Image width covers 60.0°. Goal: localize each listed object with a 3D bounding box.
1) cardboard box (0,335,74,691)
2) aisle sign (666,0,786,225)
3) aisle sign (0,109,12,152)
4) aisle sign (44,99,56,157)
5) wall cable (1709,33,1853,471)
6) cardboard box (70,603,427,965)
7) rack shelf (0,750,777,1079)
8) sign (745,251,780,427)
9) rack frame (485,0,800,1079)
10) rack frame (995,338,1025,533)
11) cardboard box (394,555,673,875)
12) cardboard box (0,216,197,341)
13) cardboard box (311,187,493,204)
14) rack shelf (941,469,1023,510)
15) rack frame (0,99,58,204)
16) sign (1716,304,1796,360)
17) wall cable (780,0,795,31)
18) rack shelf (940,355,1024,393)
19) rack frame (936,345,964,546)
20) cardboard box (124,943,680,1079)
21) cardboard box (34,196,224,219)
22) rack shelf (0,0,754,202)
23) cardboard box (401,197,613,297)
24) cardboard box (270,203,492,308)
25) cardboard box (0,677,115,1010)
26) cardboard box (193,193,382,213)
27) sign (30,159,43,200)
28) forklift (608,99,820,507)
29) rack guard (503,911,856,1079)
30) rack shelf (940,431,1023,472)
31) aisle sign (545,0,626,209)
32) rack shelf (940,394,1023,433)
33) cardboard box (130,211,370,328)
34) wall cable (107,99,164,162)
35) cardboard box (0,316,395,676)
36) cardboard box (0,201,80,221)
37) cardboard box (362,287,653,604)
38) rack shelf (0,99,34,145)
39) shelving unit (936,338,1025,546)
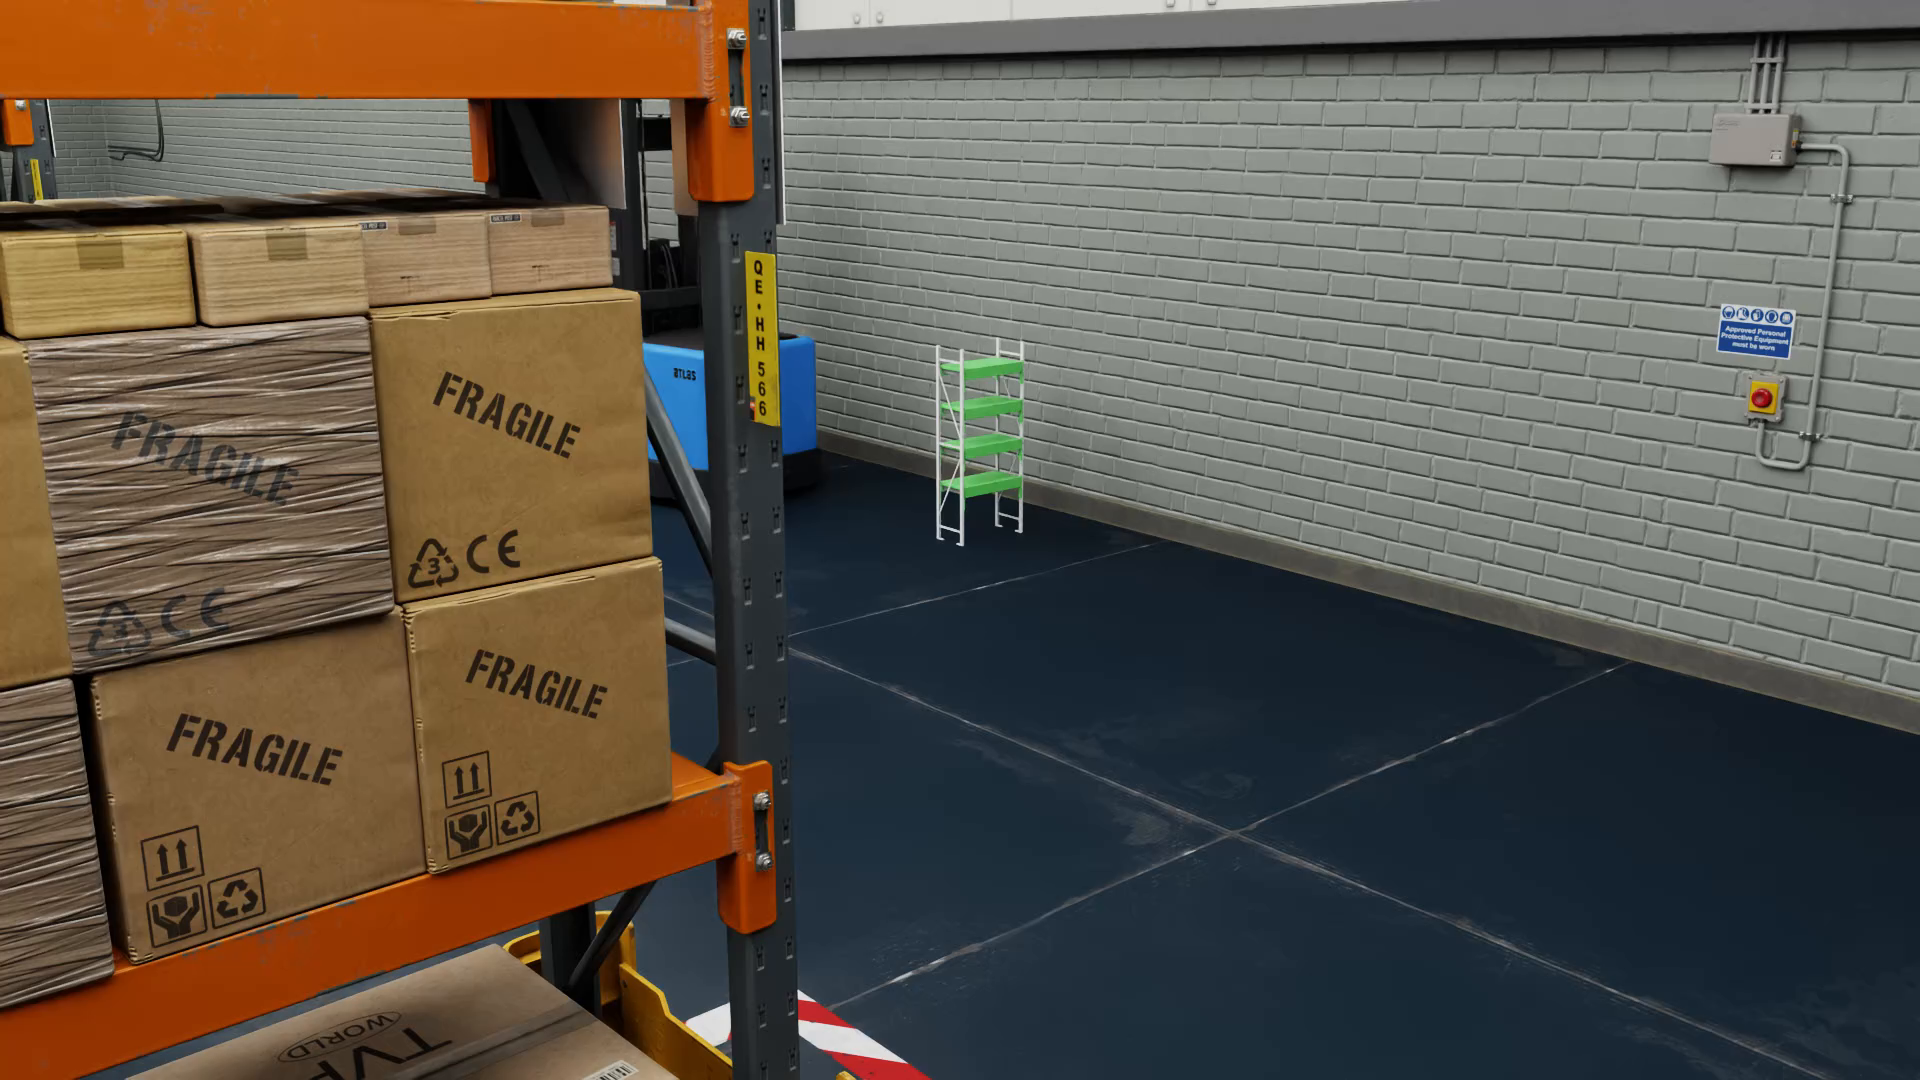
[{"bbox_3d":[-1.681,-0.042,2.463,0.500,0.500,0.500,-13,20,-40],"label":"cardboard box"},{"bbox_3d":[-0.465,-1.024,3.233,0.004,0.787,0.394,-13,19,-39],"label":"aisle sign"},{"bbox_3d":[-4.191,-2.089,7.222,0.004,0.787,0.394,-13,19,-39],"label":"aisle sign"},{"bbox_3d":[-3.797,-1.972,6.784,0.004,0.787,0.394,-13,19,-39],"label":"aisle sign"},{"bbox_3d":[3.515,-1.282,7.206,0.123,1.953,0.585,-13,19,-39],"label":"wall cable"},{"bbox_3d":[-1.302,0.351,2.929,0.500,0.500,0.500,-13,20,-41],"label":"cardboard box"},{"bbox_3d":[-2.232,0.870,2.573,4.000,0.370,1.077,-13,19,-39],"label":"rack shelf"},{"bbox_3d":[-0.377,-0.382,3.164,0.005,0.325,0.100,-13,19,-39],"label":"sign"},{"bbox_3d":[-0.721,0.185,3.746,0.053,2.616,0.949,-13,19,-39],"label":"rack frame"},{"bbox_3d":[0.309,-0.649,10.355,0.015,1.200,0.240,-13,19,-39],"label":"rack frame"},{"bbox_3d":[-0.913,0.269,3.237,0.500,0.500,0.500,-13,19,-39],"label":"cardboard box"},{"bbox_3d":[-1.395,-0.418,2.616,0.250,0.149,0.380,-12,19,-38],"label":"cardboard box"},{"bbox_3d":[-1.173,-0.654,3.500,0.250,0.149,0.380,-12,19,-38],"label":"cardboard box"},{"bbox_3d":[0.125,-0.314,10.279,0.480,0.148,0.258,-13,19,-39],"label":"rack shelf"},{"bbox_3d":[-4.049,-0.763,7.292,0.127,3.000,1.000,-13,19,-39],"label":"rack frame"},{"bbox_3d":[3.530,-0.926,7.381,0.001,0.218,0.327,-13,19,-39],"label":"sign"},{"bbox_3d":[-0.700,-6.485,10.856,0.120,5.999,2.277,-13,19,-39],"label":"wall cable"},{"bbox_3d":[0.125,-1.010,10.093,0.480,0.148,0.258,-13,19,-39],"label":"rack shelf"},{"bbox_3d":[-0.059,-0.566,10.045,0.015,1.200,0.240,-13,19,-39],"label":"rack frame"},{"bbox_3d":[-1.155,1.350,3.534,0.875,0.438,0.875,-14,20,-41],"label":"cardboard box"},{"bbox_3d":[-1.595,-0.575,3.200,0.250,0.149,0.380,-12,19,-38],"label":"cardboard box"},{"bbox_3d":[-2.232,-0.579,2.186,4.000,0.370,1.077,-13,19,-39],"label":"rack shelf"},{"bbox_3d":[-0.862,-0.561,3.149,0.250,0.149,0.380,-12,19,-39],"label":"cardboard box"},{"bbox_3d":[-1.038,-0.513,2.971,0.250,0.149,0.380,-12,19,-38],"label":"cardboard box"},{"bbox_3d":[-1.683,0.440,2.596,0.500,0.500,0.500,-12,19,-38],"label":"cardboard box"},{"bbox_3d":[-1.324,-0.596,3.281,0.250,0.149,0.380,-12,19,-38],"label":"cardboard box"},{"bbox_3d":[-3.700,-1.363,6.685,0.005,0.325,0.100,-13,19,-39],"label":"sign"},{"bbox_3d":[-2.417,-1.905,11.704,3.031,2.935,1.130,12,19,39],"label":"forklift"},{"bbox_3d":[-0.705,1.388,4.086,0.348,0.500,1.175,-13,19,-39],"label":"rack guard"},{"bbox_3d":[0.125,-0.546,10.217,0.480,0.148,0.258,-13,19,-39],"label":"rack shelf"},{"bbox_3d":[-0.859,-1.141,3.670,0.004,0.787,0.394,-13,19,-39],"label":"aisle sign"},{"bbox_3d":[0.125,-0.778,10.155,0.480,0.148,0.258,-13,19,-39],"label":"rack shelf"},{"bbox_3d":[-1.178,-0.453,2.746,0.250,0.149,0.380,-13,20,-40],"label":"cardboard box"},{"bbox_3d":[-12.482,-6.925,24.755,0.112,2.526,3.097,-13,19,-39],"label":"wall cable"},{"bbox_3d":[-1.306,-0.125,2.774,0.500,0.500,0.500,-13,19,-39],"label":"cardboard box"},{"bbox_3d":[-1.782,-0.526,3.020,0.250,0.149,0.380,-13,20,-41],"label":"cardboard box"},{"bbox_3d":[-0.931,-0.219,3.127,0.500,0.500,0.500,-12,19,-38],"label":"cardboard box"},{"bbox_3d":[-5.558,-1.525,5.730,4.000,0.370,1.077,-13,19,-39],"label":"rack shelf"},{"bbox_3d":[0.125,-0.608,10.200,0.503,1.200,0.258,-13,19,-39],"label":"shelving unit"}]
